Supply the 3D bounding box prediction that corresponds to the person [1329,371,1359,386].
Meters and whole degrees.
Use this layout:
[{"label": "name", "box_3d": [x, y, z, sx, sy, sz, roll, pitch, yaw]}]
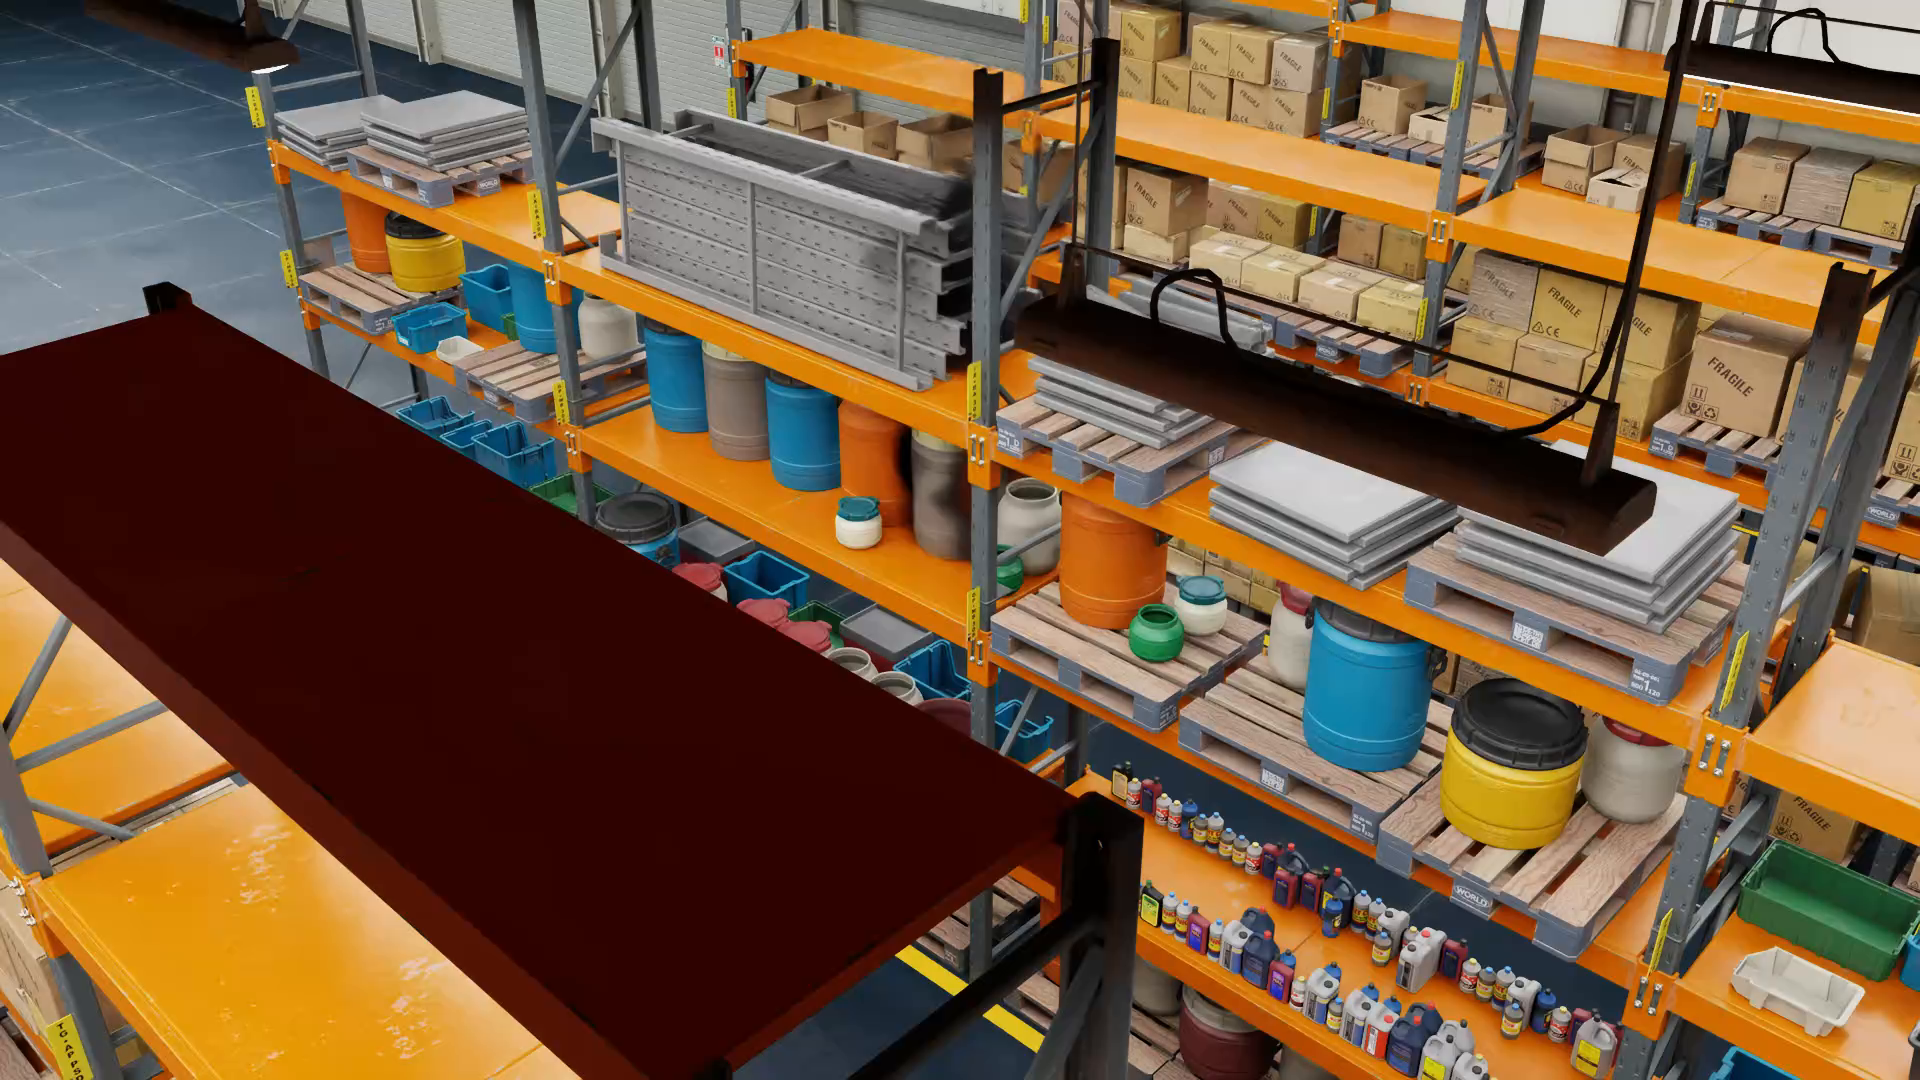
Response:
[{"label": "person", "box_3d": [3.717, -1.132, 16.544, 0.815, 1.667, 0.588, 17, 34, 28]}]
